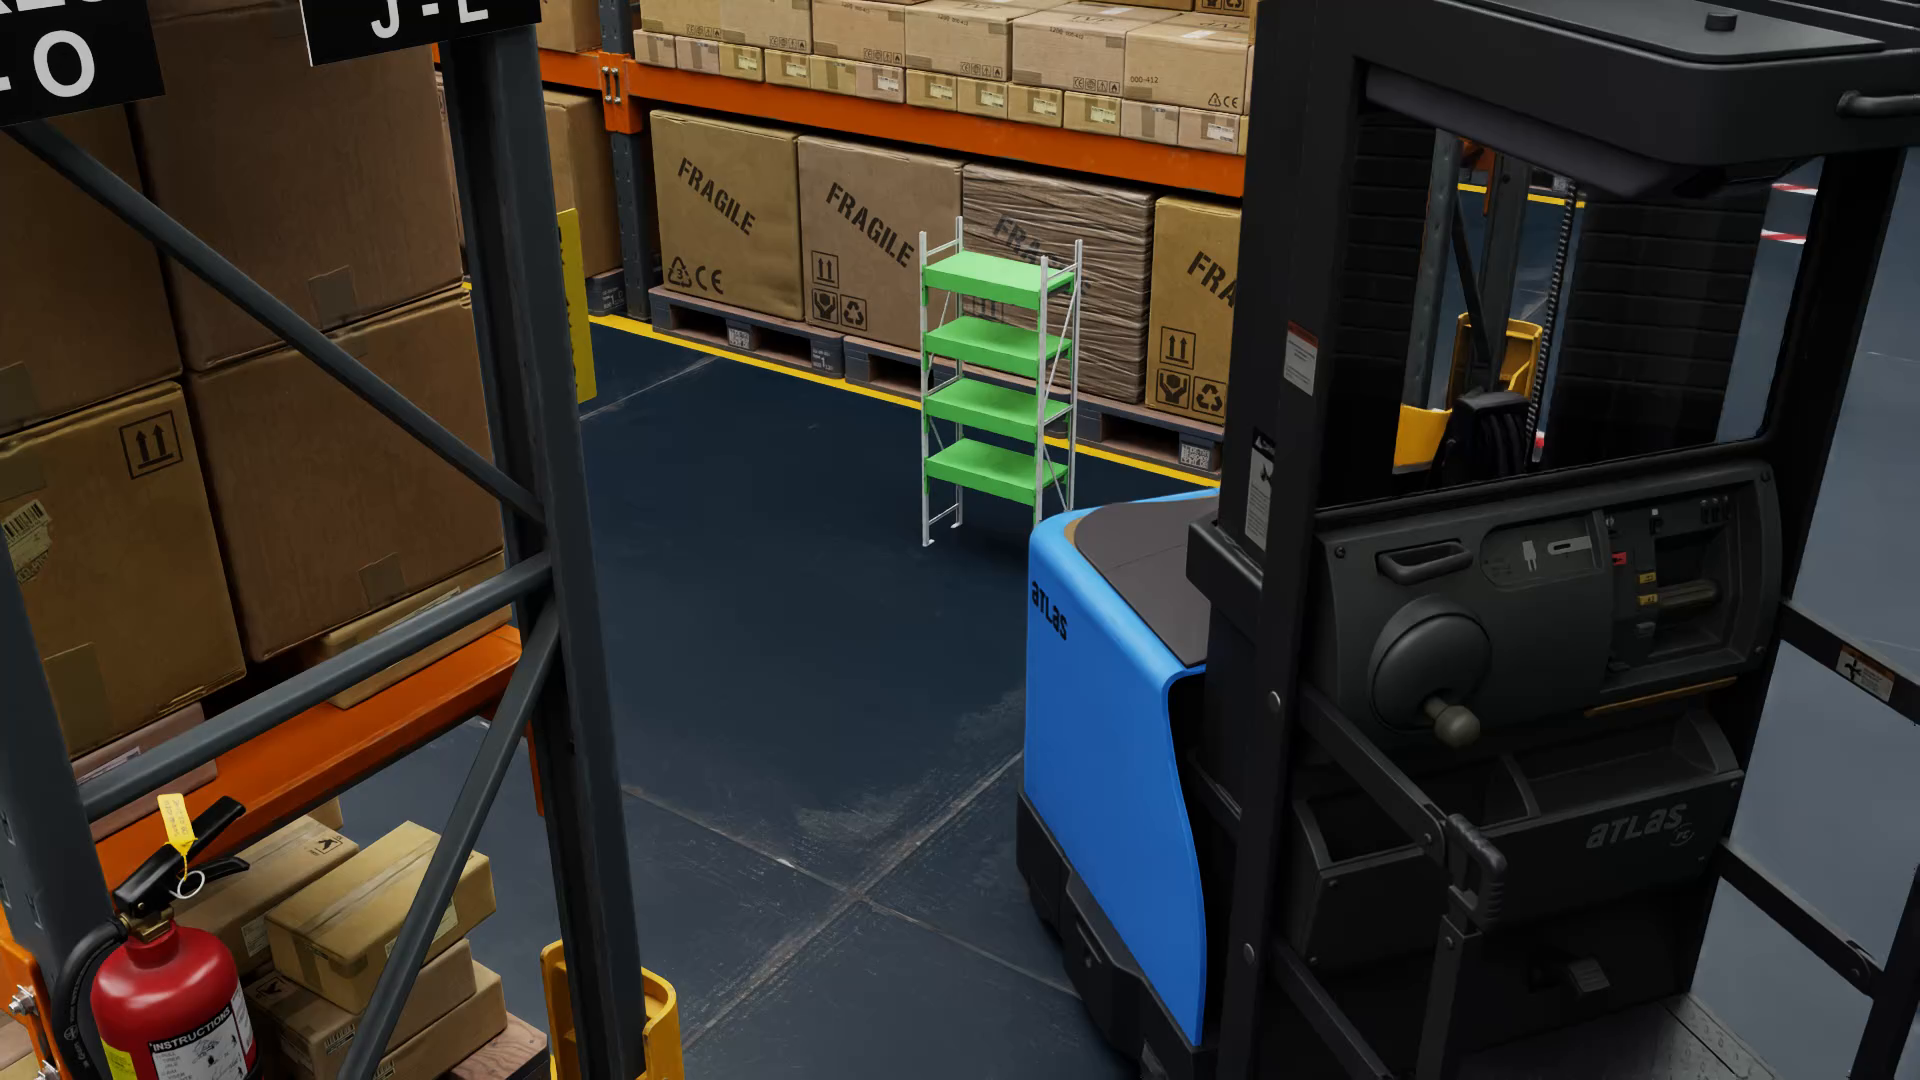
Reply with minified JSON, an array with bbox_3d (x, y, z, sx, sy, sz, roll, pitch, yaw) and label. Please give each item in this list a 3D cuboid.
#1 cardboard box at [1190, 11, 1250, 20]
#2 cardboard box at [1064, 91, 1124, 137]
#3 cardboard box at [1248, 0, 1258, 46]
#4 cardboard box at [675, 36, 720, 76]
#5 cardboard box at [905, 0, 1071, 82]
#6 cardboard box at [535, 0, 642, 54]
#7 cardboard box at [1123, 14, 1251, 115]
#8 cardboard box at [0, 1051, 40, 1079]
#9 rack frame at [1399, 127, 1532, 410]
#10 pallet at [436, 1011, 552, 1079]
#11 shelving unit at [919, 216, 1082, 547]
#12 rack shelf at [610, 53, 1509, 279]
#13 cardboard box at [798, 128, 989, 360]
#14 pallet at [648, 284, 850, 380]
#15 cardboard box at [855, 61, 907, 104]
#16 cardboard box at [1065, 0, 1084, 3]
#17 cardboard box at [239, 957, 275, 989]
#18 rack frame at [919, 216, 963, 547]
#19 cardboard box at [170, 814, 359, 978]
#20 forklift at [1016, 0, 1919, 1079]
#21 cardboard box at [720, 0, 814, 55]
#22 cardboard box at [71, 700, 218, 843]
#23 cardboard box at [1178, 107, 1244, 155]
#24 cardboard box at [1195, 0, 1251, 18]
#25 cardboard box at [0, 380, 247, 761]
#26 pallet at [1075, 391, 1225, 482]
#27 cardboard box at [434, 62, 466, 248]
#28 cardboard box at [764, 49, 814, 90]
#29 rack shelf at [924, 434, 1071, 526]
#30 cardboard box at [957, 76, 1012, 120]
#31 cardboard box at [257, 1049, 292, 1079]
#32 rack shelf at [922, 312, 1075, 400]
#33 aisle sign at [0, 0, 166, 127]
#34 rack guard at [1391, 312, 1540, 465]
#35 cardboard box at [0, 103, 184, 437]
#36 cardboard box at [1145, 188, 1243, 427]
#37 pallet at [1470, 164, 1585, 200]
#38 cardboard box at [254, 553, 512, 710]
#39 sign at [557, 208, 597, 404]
[{"bbox_3d":[1.262,-2.033,6.774,0.500,0.250,0.500,17,31,30],"label":"cardboard box"},{"bbox_3d":[0.614,-1.730,6.619,0.250,0.149,0.380,17,31,29],"label":"cardboard box"},{"bbox_3d":[1.386,-2.038,5.959,0.500,0.500,0.500,18,32,31],"label":"cardboard box"},{"bbox_3d":[-1.088,-2.259,7.659,0.250,0.149,0.380,16,31,29],"label":"cardboard box"},{"bbox_3d":[0.118,-2.096,6.898,0.500,0.250,0.500,17,32,30],"label":"cardboard box"},{"bbox_3d":[-1.900,-2.701,8.141,0.500,0.500,0.500,17,32,30],"label":"cardboard box"},{"bbox_3d":[0.969,-1.833,6.382,0.500,0.250,0.500,17,31,29],"label":"cardboard box"},{"bbox_3d":[-1.534,0.994,3.014,0.250,0.149,0.380,18,32,31],"label":"cardboard box"},{"bbox_3d":[1.937,-1.612,6.110,0.127,3.000,1.000,17,32,30],"label":"rack frame"},{"bbox_3d":[-1.667,1.218,3.623,1.213,0.211,1.003,17,32,30],"label":"pallet"},{"bbox_3d":[0.136,-0.492,5.894,0.503,1.200,0.258,17,32,30],"label":"shelving unit"},{"bbox_3d":[0.288,-1.805,7.282,4.000,0.370,1.077,17,32,30],"label":"rack shelf"},{"bbox_3d":[-0.120,-1.448,7.669,0.875,0.875,0.875,17,32,30],"label":"cardboard box"},{"bbox_3d":[-0.778,-1.171,8.319,1.213,0.211,1.003,17,32,30],"label":"pallet"},{"bbox_3d":[-0.236,-1.994,7.138,0.250,0.149,0.380,18,32,31],"label":"cardboard box"},{"bbox_3d":[0.417,-2.295,7.290,0.500,0.250,0.500,17,31,29],"label":"cardboard box"},{"bbox_3d":[-1.435,0.846,3.633,0.250,0.149,0.380,17,32,30],"label":"cardboard box"},{"bbox_3d":[-0.065,-0.555,6.017,0.015,1.200,0.240,17,32,30],"label":"rack frame"},{"bbox_3d":[-1.489,0.748,3.498,0.250,0.149,0.380,18,32,31],"label":"cardboard box"},{"bbox_3d":[1.124,0.148,2.728,1.130,2.935,3.031,-9,28,-17],"label":"forklift"},{"bbox_3d":[-0.714,-2.356,7.410,0.500,0.250,0.500,17,32,30],"label":"cardboard box"},{"bbox_3d":[-1.383,0.351,2.531,0.250,0.149,0.380,17,32,30],"label":"cardboard box"},{"bbox_3d":[1.034,-1.599,6.362,0.250,0.149,0.380,17,32,30],"label":"cardboard box"},{"bbox_3d":[1.282,-2.364,6.599,0.500,0.500,0.500,16,31,29],"label":"cardboard box"},{"bbox_3d":[-1.471,0.020,2.464,0.500,0.500,0.500,18,32,31],"label":"cardboard box"},{"bbox_3d":[1.233,-0.545,7.088,1.213,0.211,1.003,17,32,30],"label":"pallet"},{"bbox_3d":[-2.636,-2.265,9.273,0.875,0.875,1.225,16,31,29],"label":"cardboard box"},{"bbox_3d":[-0.653,-2.125,7.395,0.250,0.149,0.380,16,31,29],"label":"cardboard box"},{"bbox_3d":[0.136,-0.221,6.032,0.480,0.148,0.258,17,32,30],"label":"rack shelf"},{"bbox_3d":[0.197,-1.861,6.876,0.250,0.149,0.380,18,32,31],"label":"cardboard box"},{"bbox_3d":[-1.467,1.009,3.640,0.250,0.149,0.380,17,32,30],"label":"cardboard box"},{"bbox_3d":[0.136,-0.649,5.814,0.480,0.148,0.258,17,32,30],"label":"rack shelf"},{"bbox_3d":[-1.064,-0.811,1.670,0.004,0.787,0.394,17,32,30],"label":"aisle sign"},{"bbox_3d":[1.957,-0.491,6.664,0.348,0.500,1.175,17,32,30],"label":"rack guard"},{"bbox_3d":[-1.473,-0.430,2.248,0.500,0.500,0.500,17,31,29],"label":"cardboard box"},{"bbox_3d":[1.364,-0.986,6.760,0.875,0.875,0.875,17,32,30],"label":"cardboard box"},{"bbox_3d":[4.083,-2.447,10.825,1.213,0.211,1.003,17,32,30],"label":"pallet"},{"bbox_3d":[-1.036,0.123,2.978,0.250,0.149,0.380,17,32,30],"label":"cardboard box"},{"bbox_3d":[-0.648,-0.372,2.719,0.005,0.325,0.100,17,32,30],"label":"sign"}]
